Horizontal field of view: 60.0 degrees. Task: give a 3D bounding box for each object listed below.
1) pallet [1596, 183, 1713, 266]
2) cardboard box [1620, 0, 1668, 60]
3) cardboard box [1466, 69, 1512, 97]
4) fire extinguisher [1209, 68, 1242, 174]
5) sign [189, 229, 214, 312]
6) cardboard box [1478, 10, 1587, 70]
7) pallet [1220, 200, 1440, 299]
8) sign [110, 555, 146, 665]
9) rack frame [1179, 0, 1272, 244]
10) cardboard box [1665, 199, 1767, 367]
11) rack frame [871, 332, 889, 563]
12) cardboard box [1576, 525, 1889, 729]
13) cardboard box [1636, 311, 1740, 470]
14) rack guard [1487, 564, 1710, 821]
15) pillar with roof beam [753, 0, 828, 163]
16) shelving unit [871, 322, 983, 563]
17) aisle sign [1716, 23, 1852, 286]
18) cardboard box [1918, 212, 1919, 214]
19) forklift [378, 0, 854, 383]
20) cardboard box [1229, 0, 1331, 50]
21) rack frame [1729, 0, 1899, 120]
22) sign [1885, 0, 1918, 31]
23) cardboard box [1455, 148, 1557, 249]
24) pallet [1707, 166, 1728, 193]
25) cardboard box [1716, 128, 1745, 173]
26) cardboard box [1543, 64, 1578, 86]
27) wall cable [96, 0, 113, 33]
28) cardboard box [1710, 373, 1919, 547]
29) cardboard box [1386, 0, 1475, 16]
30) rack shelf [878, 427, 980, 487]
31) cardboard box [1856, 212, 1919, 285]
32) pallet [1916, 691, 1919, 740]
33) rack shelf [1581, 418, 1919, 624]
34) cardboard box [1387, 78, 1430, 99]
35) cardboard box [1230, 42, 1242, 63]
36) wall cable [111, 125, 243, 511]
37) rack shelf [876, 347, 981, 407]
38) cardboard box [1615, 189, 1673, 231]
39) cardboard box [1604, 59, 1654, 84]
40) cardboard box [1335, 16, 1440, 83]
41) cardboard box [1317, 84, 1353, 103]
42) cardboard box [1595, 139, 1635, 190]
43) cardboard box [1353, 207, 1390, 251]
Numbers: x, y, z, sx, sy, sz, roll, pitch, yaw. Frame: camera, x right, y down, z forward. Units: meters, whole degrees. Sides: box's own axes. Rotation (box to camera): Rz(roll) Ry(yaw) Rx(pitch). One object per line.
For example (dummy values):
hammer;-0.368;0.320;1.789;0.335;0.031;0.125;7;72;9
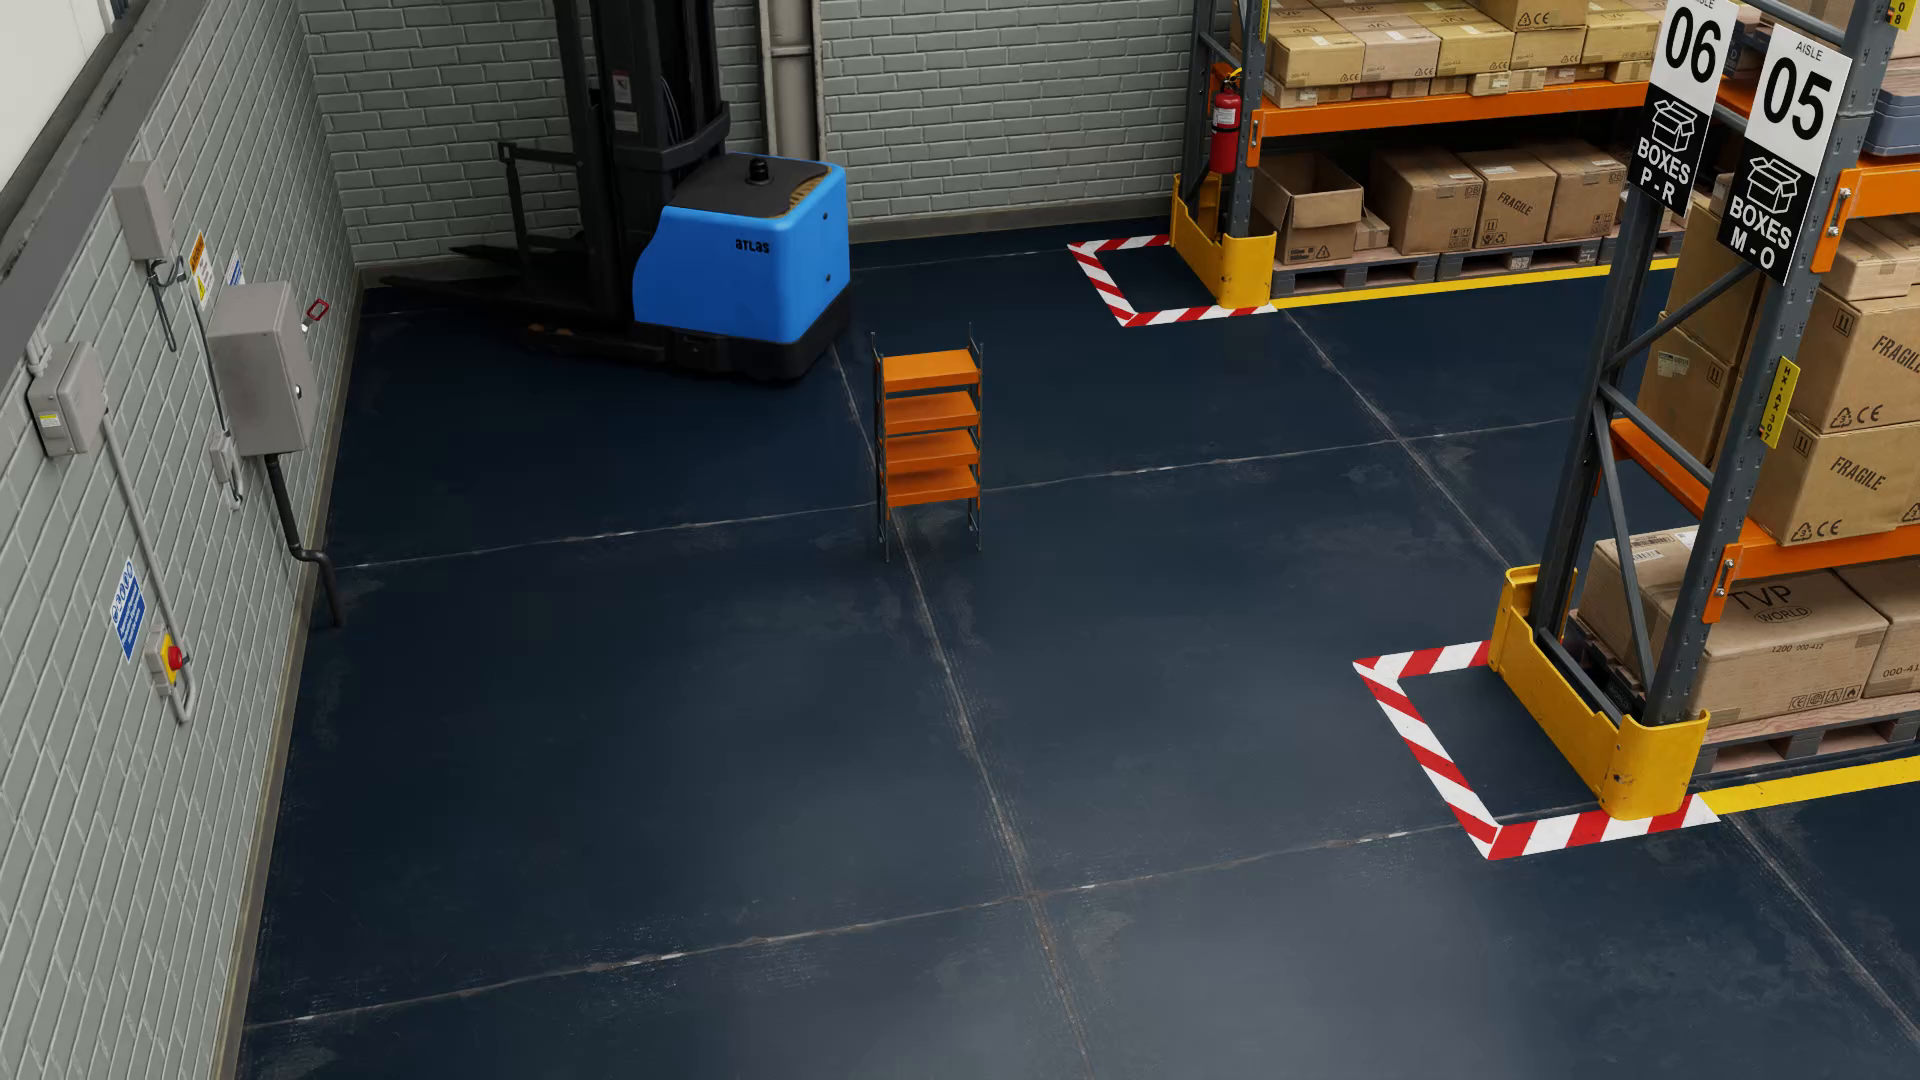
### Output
pallet;4.939;-2.346;12.057;1.213;0.211;1.003;-7;35;-11
cardboard box;4.681;-3.384;10.969;0.500;0.250;0.500;-7;35;-10
cardboard box;3.356;-3.015;10.776;0.250;0.149;0.380;-8;35;-12
fire extinguisher;1.666;-2.640;10.396;0.183;0.674;0.296;-7;35;-11
sign;-3.199;-1.140;7.016;0.001;0.242;0.339;-7;35;-11
cardboard box;3.689;-3.267;10.795;0.500;0.250;0.500;-8;35;-12
pallet;2.559;-2.046;11.610;1.213;0.211;1.003;-7;35;-11
sign;-2.738;0.228;5.475;0.001;0.218;0.327;-7;35;-11
rack frame;1.708;-3.096;10.672;0.127;3.000;1.000;-7;35;-11
cardboard box;3.224;-1.044;6.627;0.500;0.500;0.500;-6;34;-9
rack frame;-0.399;-0.448;8.341;0.015;1.200;0.240;-7;35;-11
cardboard box;3.428;0.355;7.451;0.875;0.438;0.875;-8;35;-12
cardboard box;3.218;-0.644;6.927;0.500;0.500;0.500;-7;34;-10
rack guard;2.783;0.642;7.345;0.348;0.500;1.175;-7;35;-11
pillar with roof beam;-0.171;-3.406;5.750;0.400;9.000;9.100;-7;35;-11
shelving unit;-0.161;-0.478;8.385;0.503;1.200;0.258;-7;35;-11
aisle sign;2.800;-1.312;5.680;0.004;0.787;0.394;-7;35;-11
cardboard box;3.588;-1.400;6.575;0.250;0.149;0.380;-8;35;-11
forklift;-2.267;-2.649;10.068;3.031;2.935;1.130;10;35;15
cardboard box;2.098;-3.358;10.930;0.500;0.250;0.500;-6;34;-9
rack frame;2.806;-2.890;4.981;0.127;3.000;1.000;-7;35;-11
sign;2.923;-1.738;5.101;0.005;0.325;0.100;-7;35;-11
cardboard box;3.705;-2.351;11.428;0.500;0.500;0.500;-7;34;-10
pallet;6.394;-2.551;12.361;1.213;0.211;1.003;-7;35;-11
cardboard box;6.023;-2.945;12.314;0.500;0.500;0.500;-7;35;-11
cardboard box;3.845;-3.127;10.944;0.250;0.149;0.380;-7;35;-11
wall cable;-2.843;-2.447;4.320;0.029;3.000;2.355;-7;35;-11
cardboard box;3.338;-0.343;6.480;0.500;0.500;0.500;-7;35;-11
cardboard box;3.085;-3.479;11.111;0.500;0.250;0.500;-6;34;-9
rack shelf;-0.161;-0.422;8.423;0.480;0.148;0.258;-7;35;-11
cardboard box;3.453;-1.089;6.112;0.250;0.149;0.380;-6;34;-9
pallet;4.756;0.470;7.860;1.213;0.211;1.003;-7;35;-11
rack shelf;4.757;-0.346;7.219;4.000;0.370;1.077;-7;35;-11
cardboard box;2.835;-2.989;10.737;0.250;0.149;0.380;-6;34;-9
cardboard box;1.972;-3.179;11.020;0.250;0.149;0.380;-8;35;-11
wall cable;-3.013;-0.884;6.464;0.122;1.984;0.588;-7;35;-11
rack shelf;-0.161;-0.804;8.166;0.480;0.148;0.258;-7;35;-11
cardboard box;4.782;-2.355;11.644;0.258;0.266;0.396;-6;34;-9
cardboard box;4.352;-3.154;10.984;0.250;0.149;0.380;-8;35;-11
cardboard box;2.701;-3.129;10.588;0.500;0.250;0.500;-7;34;-10
cardboard box;2.327;-2.940;10.664;0.250;0.149;0.380;-6;34;-9
cardboard box;4.912;-2.693;12.107;0.500;0.311;0.500;-6;34;-9
cardboard box;2.748;-2.142;11.431;0.250;0.149;0.380;-9;35;-12
